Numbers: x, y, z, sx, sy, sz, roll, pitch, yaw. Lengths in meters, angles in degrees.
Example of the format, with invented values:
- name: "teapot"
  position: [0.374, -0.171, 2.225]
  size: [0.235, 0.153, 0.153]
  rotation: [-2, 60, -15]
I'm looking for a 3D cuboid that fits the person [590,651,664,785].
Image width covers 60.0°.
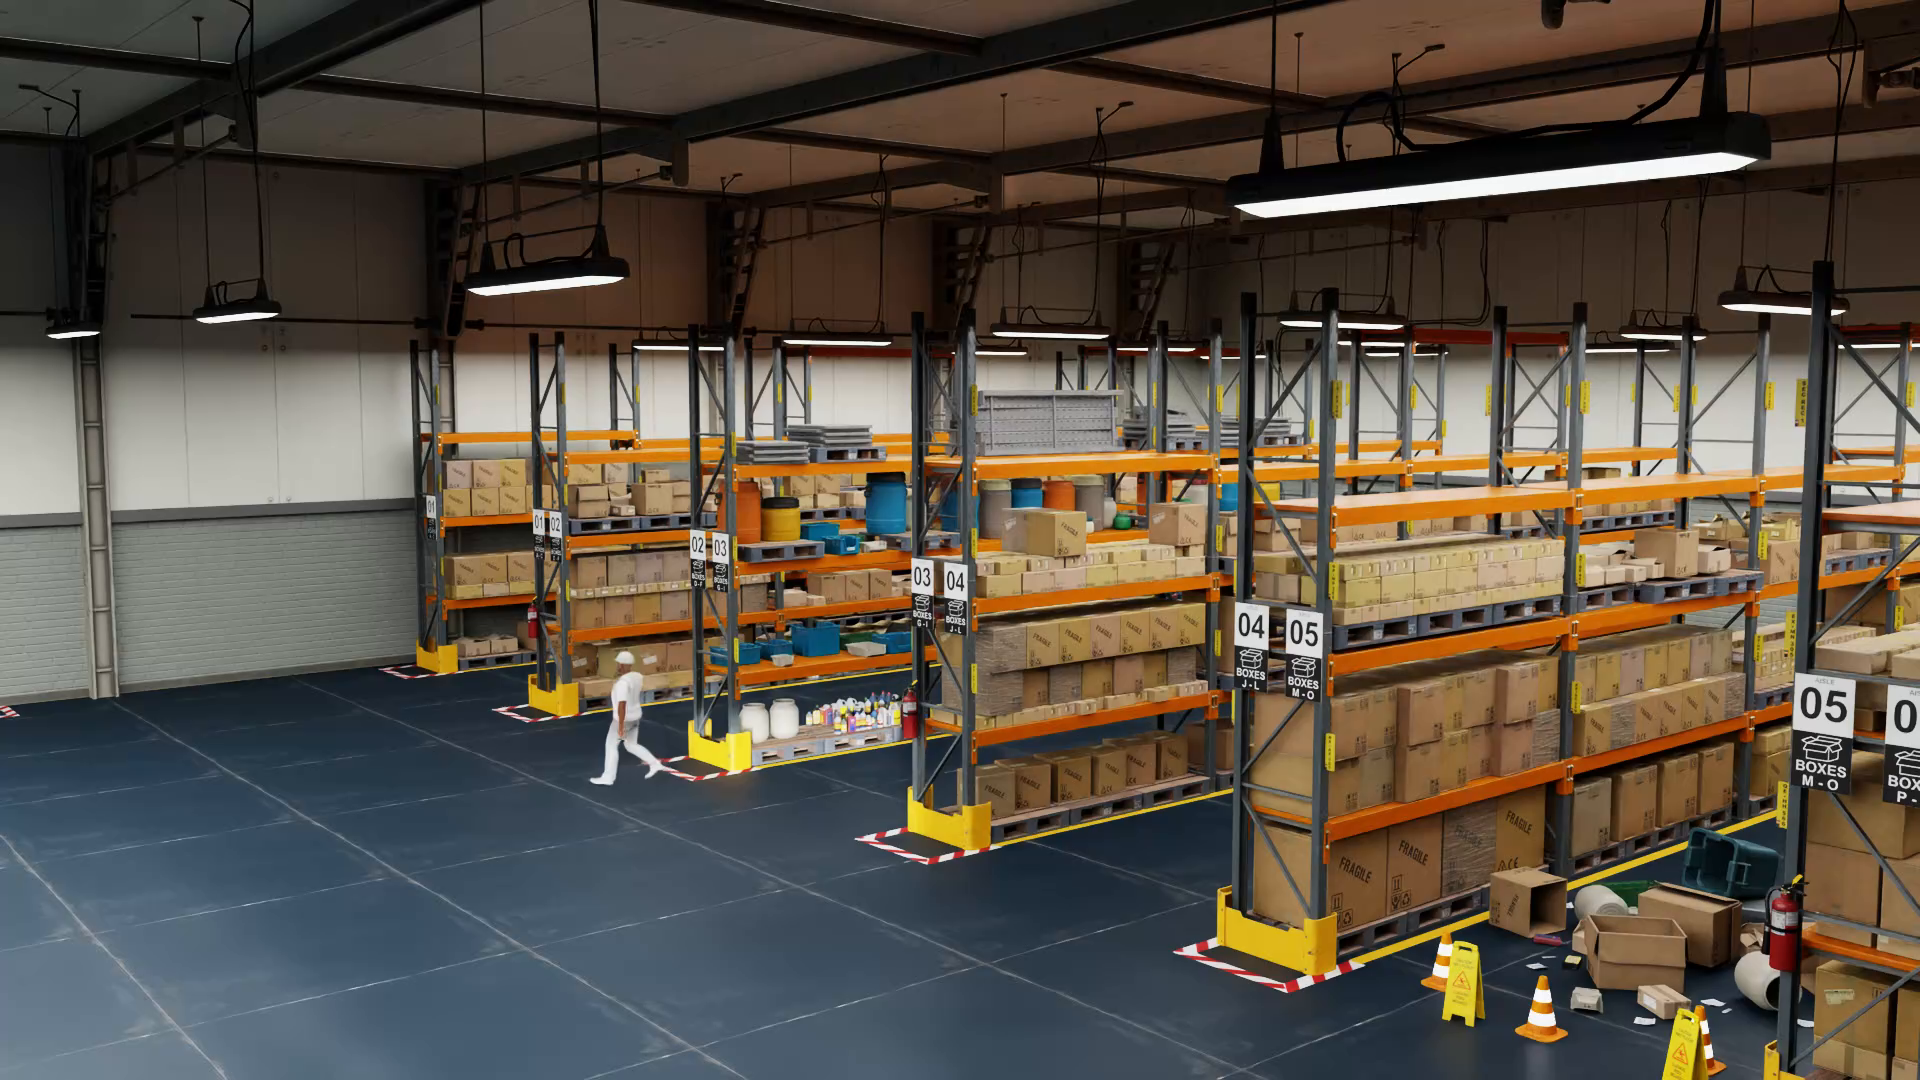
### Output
- name: "person"
  position: [-4.309, 2.307, 21.535]
  size: [0.934, 1.740, 0.631]
  rotation: [1, 5, 15]
